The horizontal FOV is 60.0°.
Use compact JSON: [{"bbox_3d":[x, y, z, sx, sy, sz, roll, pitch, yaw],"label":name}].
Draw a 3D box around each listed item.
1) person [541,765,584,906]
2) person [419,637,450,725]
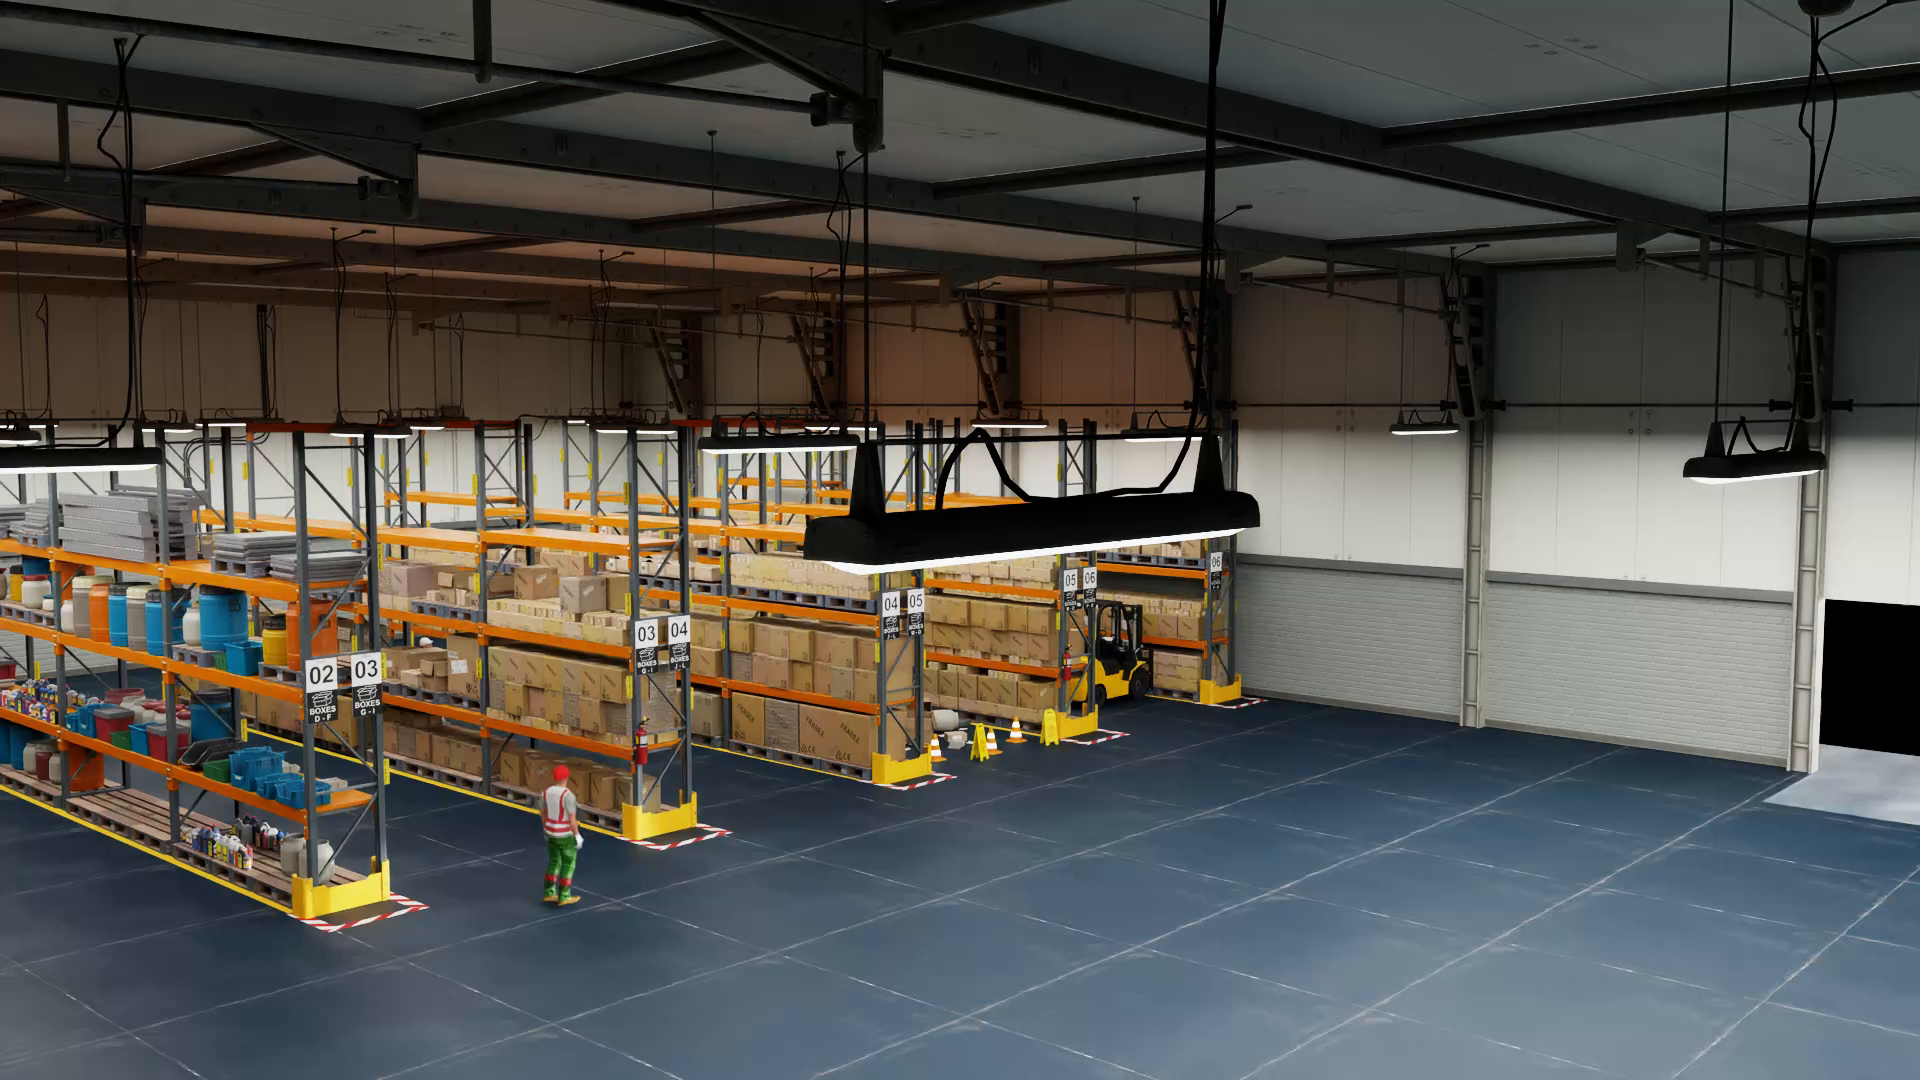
[{"bbox_3d":[-5.043,3.740,21.066,0.410,1.809,0.597,-4,6,-43],"label":"person"},{"bbox_3d":[-10.343,2.778,32.534,0.555,1.785,0.577,3,6,34],"label":"person"}]
